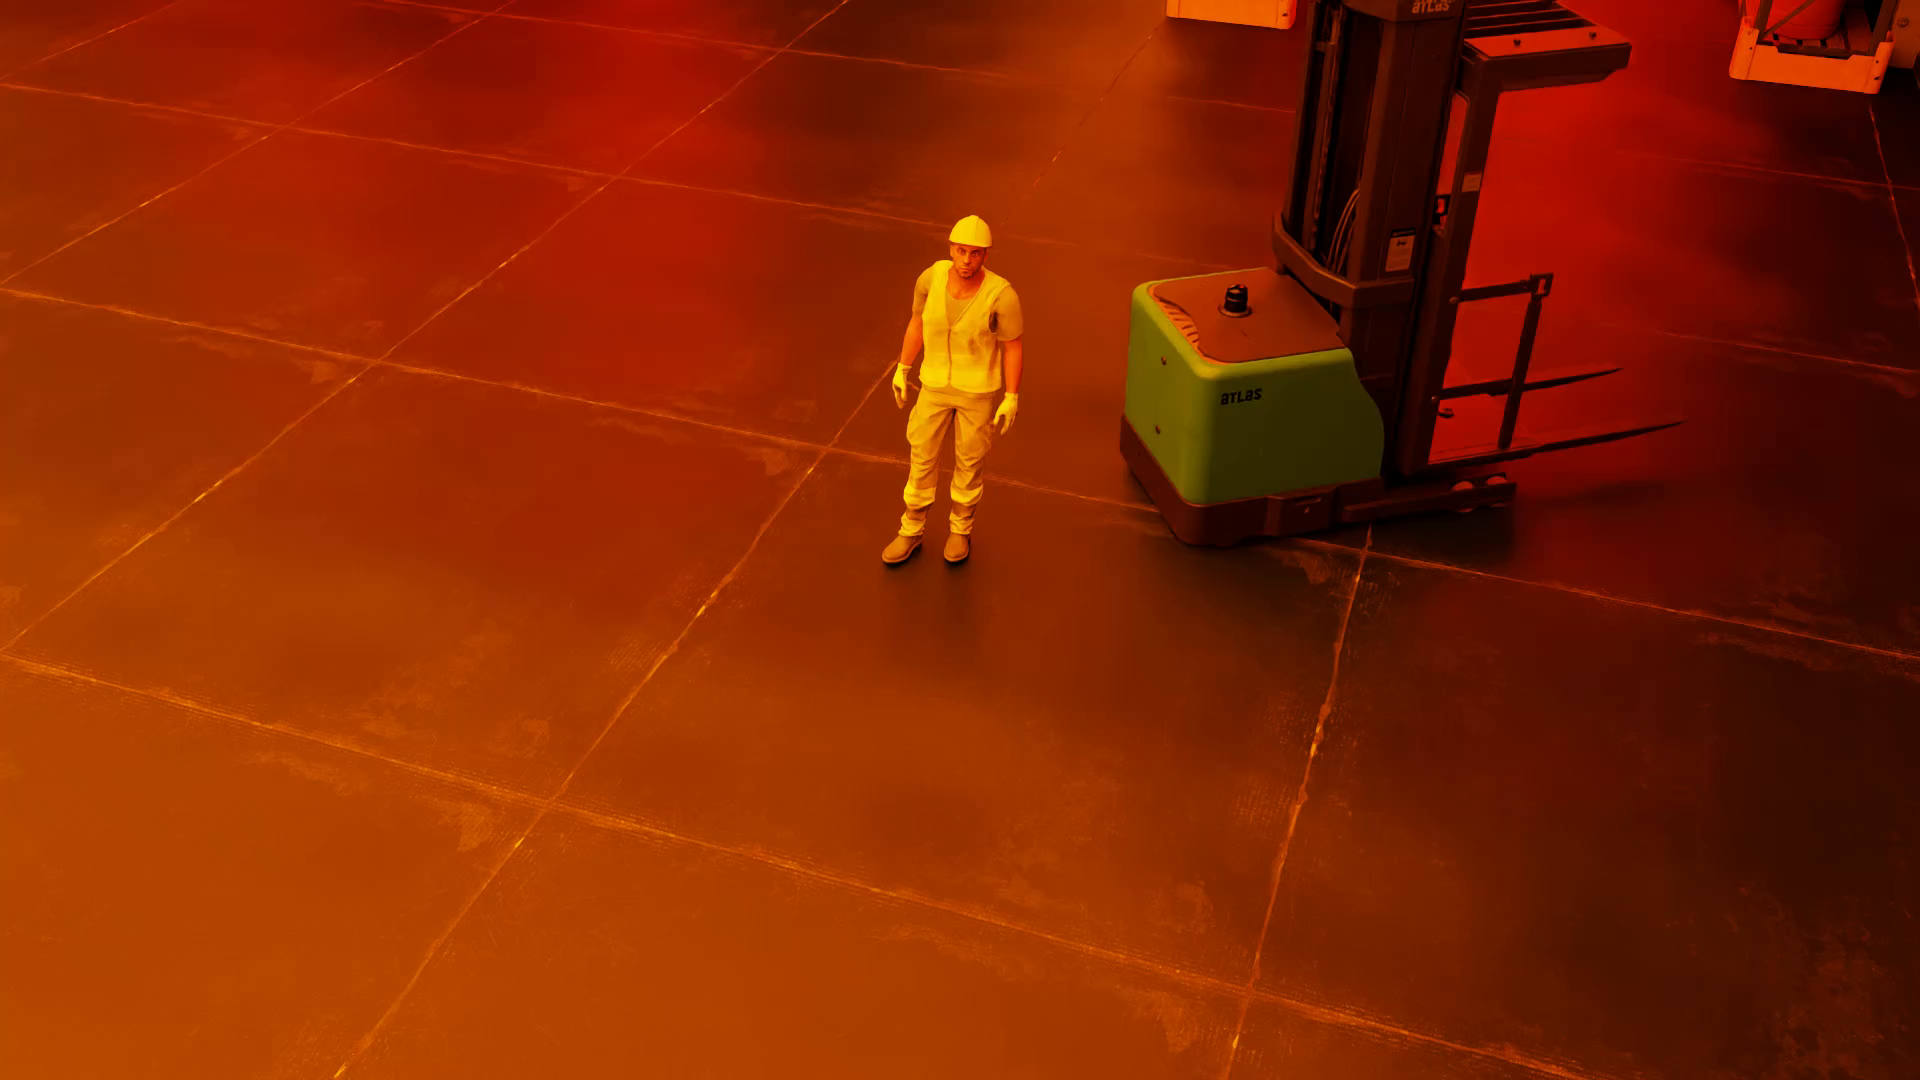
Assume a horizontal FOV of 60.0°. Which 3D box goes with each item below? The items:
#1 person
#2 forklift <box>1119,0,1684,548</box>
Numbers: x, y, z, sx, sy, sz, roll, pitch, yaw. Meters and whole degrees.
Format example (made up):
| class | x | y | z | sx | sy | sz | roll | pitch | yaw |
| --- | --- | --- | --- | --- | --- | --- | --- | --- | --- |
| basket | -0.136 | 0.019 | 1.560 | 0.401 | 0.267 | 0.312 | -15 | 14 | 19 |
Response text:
| class | x | y | z | sx | sy | sz | roll | pitch | yaw |
| --- | --- | --- | --- | --- | --- | --- | --- | --- | --- |
| person | -0.039 | -0.695 | 8.065 | 0.638 | 1.788 | 0.563 | 12 | 37 | 16 |
| forklift | 2.460 | -1.625 | 8.402 | 3.031 | 2.935 | 1.130 | -9 | 36 | -13 |
